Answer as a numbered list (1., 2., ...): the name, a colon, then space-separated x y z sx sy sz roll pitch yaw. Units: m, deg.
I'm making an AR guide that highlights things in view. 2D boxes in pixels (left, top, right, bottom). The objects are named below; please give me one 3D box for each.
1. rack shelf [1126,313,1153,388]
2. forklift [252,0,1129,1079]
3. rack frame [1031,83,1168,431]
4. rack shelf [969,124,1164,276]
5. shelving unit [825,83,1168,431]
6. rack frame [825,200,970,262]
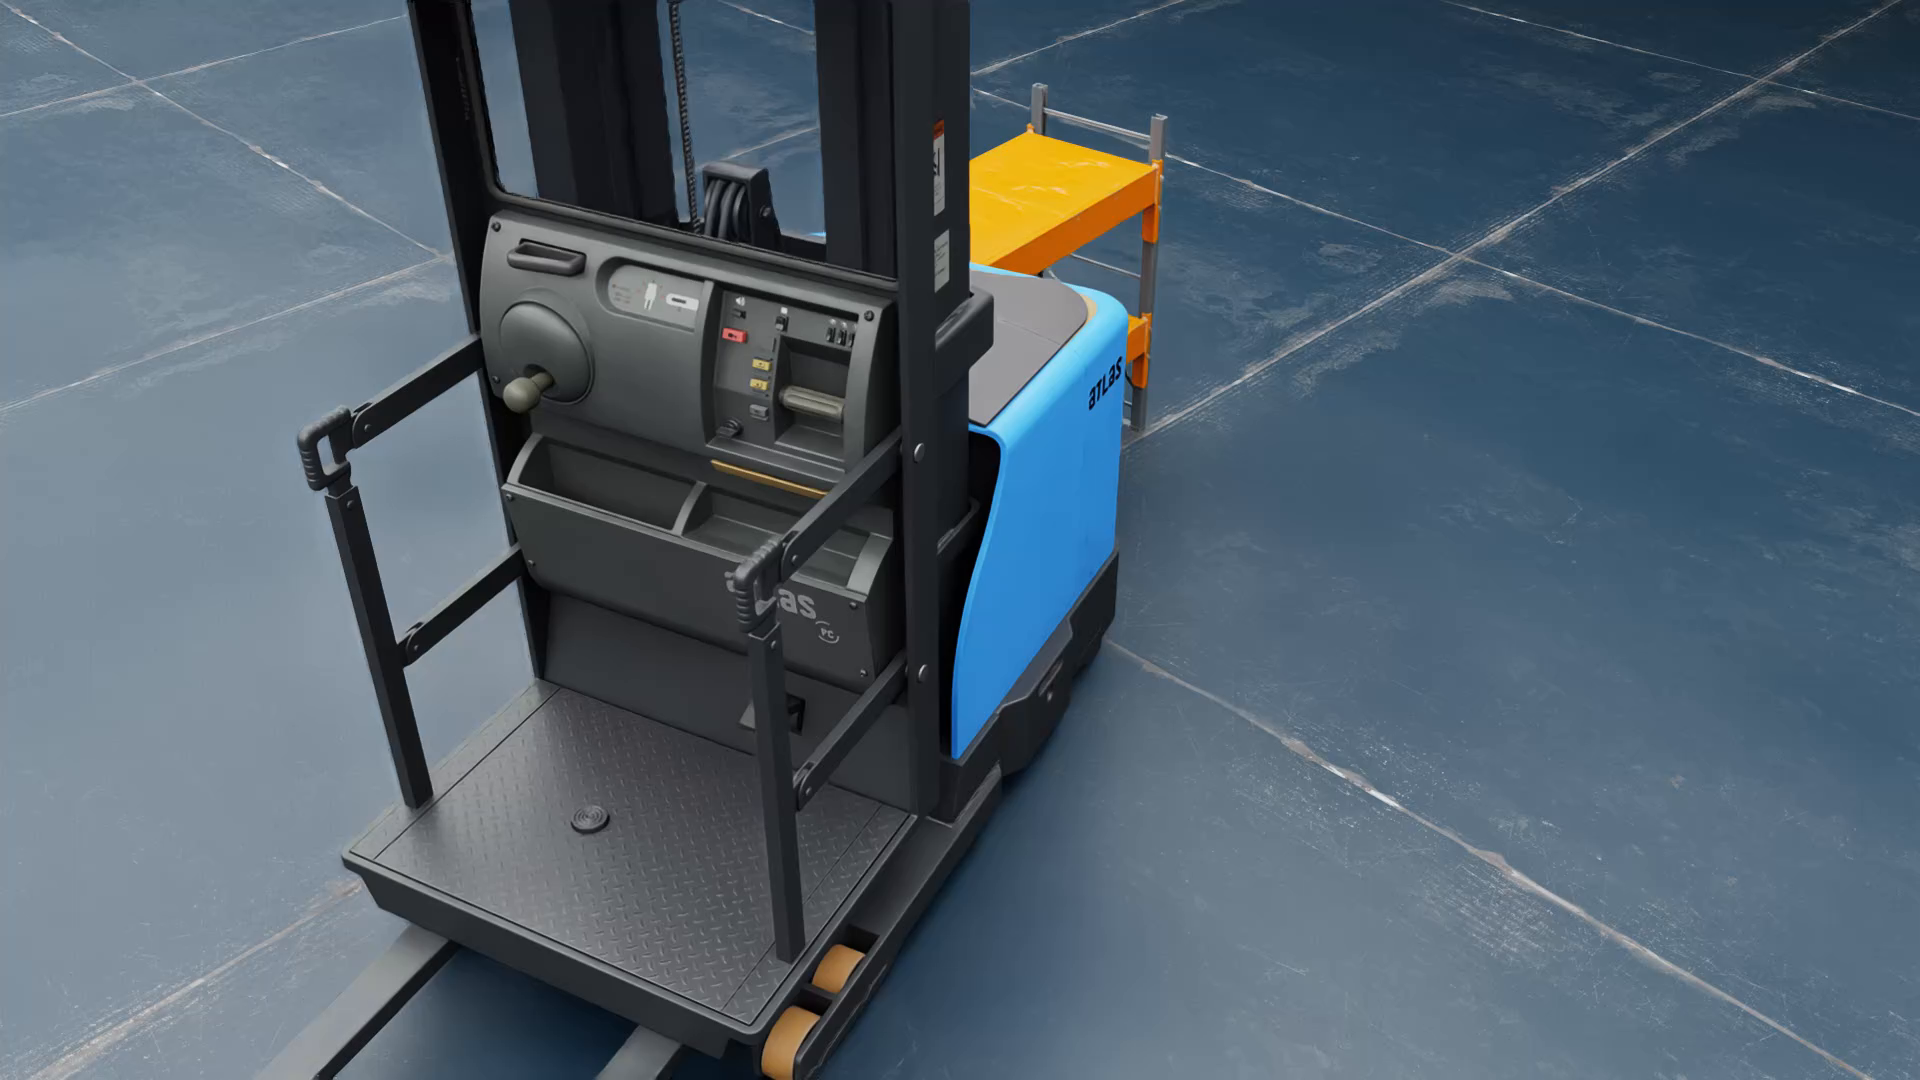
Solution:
1. rack shelf: 0.131 -0.503 5.416 0.538 0.278 1.000 24 41 30
2. forklift: -0.667 -0.324 3.153 1.130 2.935 3.031 16 38 22
3. rack frame: 0.441 -0.934 5.607 0.500 1.125 0.032 24 41 30
4. rack shelf: 0.131 -0.944 5.109 0.538 0.278 1.000 24 41 30
5. shelving unit: 0.131 -0.704 5.276 0.538 1.125 1.048 24 41 30
6. rack frame: -0.179 -0.474 4.946 0.500 1.125 0.032 24 41 30
